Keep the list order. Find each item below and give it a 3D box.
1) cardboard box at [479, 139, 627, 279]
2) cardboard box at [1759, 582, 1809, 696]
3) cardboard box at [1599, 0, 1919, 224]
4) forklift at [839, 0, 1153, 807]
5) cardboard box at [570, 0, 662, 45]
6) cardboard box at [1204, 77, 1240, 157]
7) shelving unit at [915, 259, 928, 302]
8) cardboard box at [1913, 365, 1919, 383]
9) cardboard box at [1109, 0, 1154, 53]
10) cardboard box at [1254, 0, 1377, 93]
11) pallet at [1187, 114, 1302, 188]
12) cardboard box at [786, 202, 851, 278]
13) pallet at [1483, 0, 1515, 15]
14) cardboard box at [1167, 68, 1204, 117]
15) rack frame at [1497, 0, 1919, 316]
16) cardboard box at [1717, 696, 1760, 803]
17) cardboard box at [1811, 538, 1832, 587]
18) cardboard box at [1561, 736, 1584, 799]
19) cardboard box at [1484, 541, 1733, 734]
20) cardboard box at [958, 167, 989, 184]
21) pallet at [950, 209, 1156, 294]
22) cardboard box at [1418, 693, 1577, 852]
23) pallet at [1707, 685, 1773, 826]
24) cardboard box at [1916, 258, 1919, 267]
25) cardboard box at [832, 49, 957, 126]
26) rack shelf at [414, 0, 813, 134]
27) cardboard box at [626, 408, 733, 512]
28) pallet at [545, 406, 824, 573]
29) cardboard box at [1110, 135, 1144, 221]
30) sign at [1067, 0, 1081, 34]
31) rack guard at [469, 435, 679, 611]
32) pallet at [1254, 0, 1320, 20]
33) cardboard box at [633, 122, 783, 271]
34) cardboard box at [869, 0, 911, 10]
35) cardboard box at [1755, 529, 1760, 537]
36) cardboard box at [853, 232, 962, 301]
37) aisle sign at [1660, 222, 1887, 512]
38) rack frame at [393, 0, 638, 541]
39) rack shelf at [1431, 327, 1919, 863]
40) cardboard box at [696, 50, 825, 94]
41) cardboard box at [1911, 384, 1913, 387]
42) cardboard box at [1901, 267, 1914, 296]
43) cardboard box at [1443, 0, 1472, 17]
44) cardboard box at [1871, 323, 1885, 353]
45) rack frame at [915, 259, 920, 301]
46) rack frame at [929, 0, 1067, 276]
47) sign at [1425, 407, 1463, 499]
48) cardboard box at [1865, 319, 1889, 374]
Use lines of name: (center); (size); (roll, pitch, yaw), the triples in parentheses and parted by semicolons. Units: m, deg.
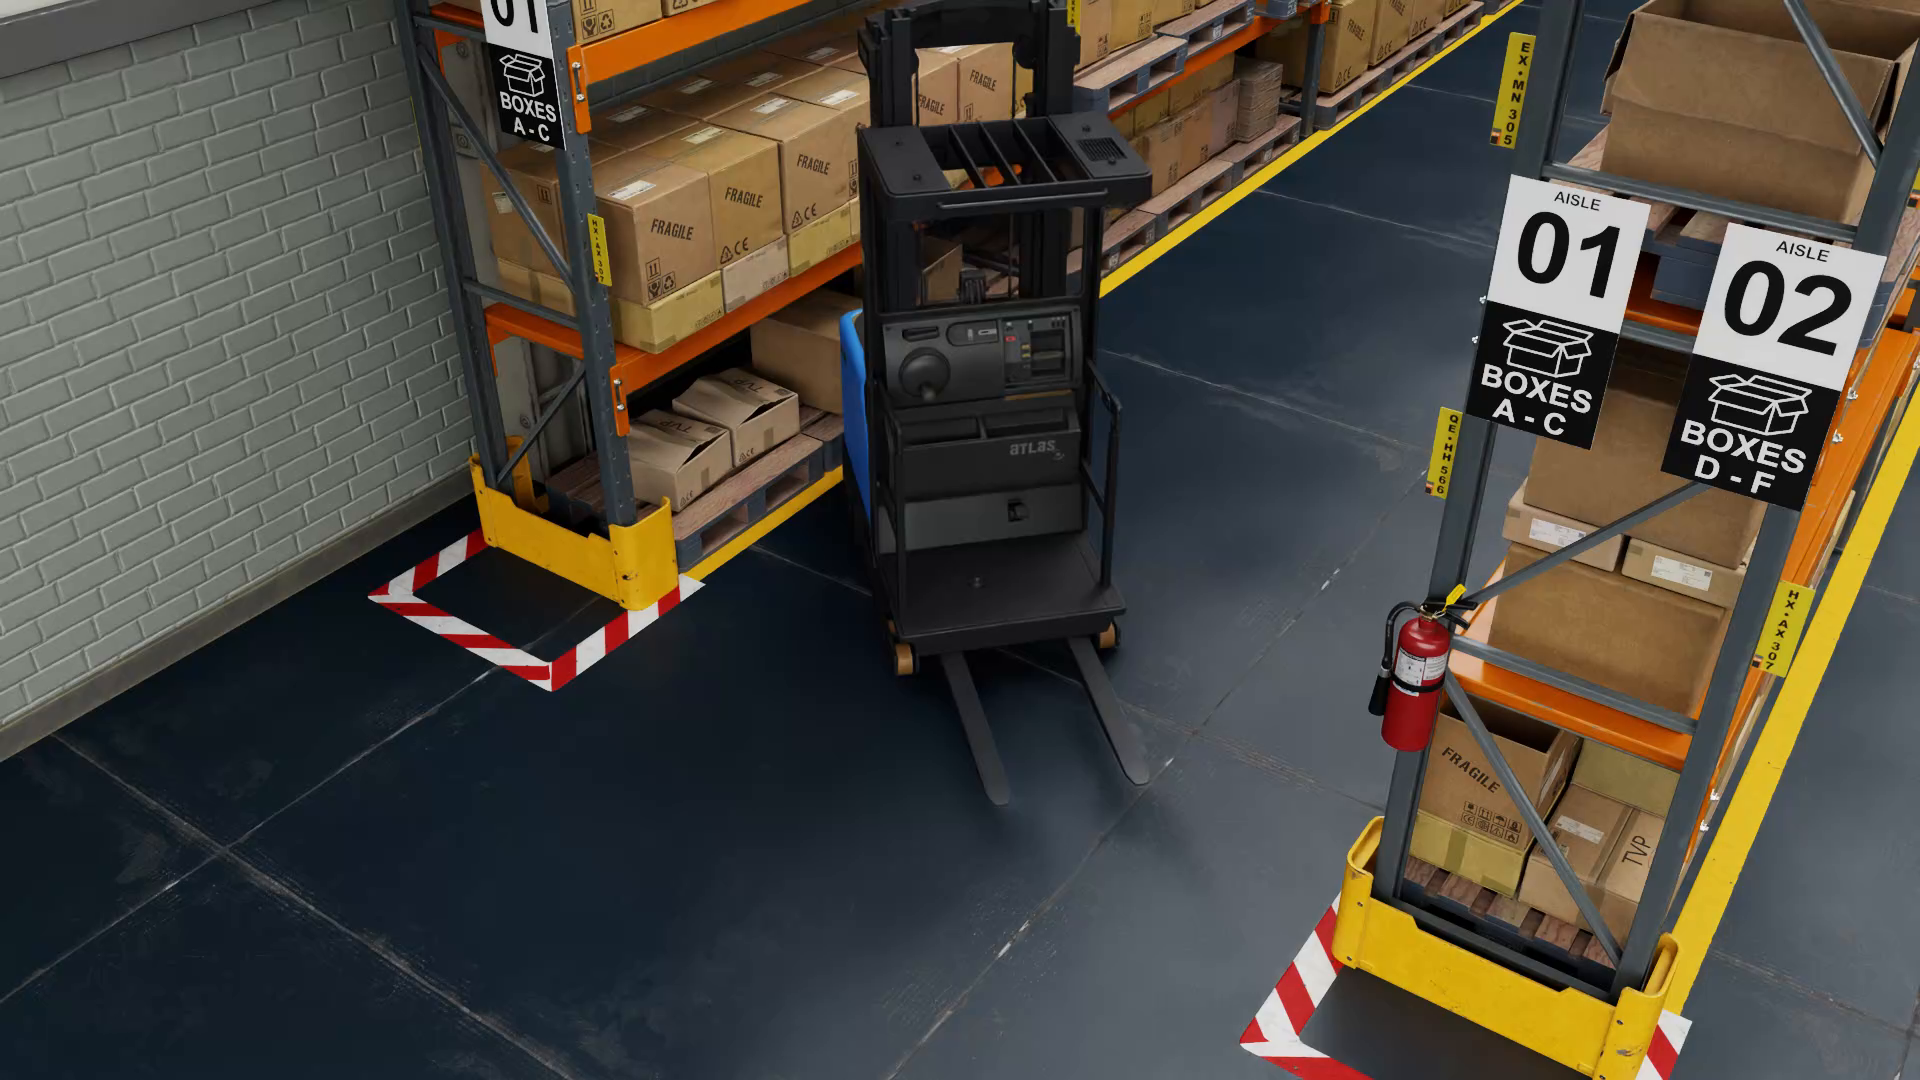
cardboard box: (-1.953, -1.642, 8.122); (0.500, 0.500, 0.500); (21, 39, 28)
cardboard box: (3.371, 0.269, 7.260); (0.500, 0.500, 0.500); (21, 39, 28)
cardboard box: (2.356, -1.300, 4.901); (0.797, 0.503, 0.637); (24, 41, 31)
forklift: (0.156, -0.794, 7.483); (1.130, 2.935, 3.031); (-7, 35, -10)
cardboard box: (-1.651, -2.467, 7.111); (0.500, 0.500, 0.500); (22, 40, 29)
cardboard box: (1.758, -3.381, 13.086); (0.700, 0.500, 0.500); (21, 39, 28)
shelving unit: (-0.314, -0.959, 9.273); (0.258, 1.200, 0.189); (-9, 35, -13)
cardboard box: (5.330, -1.206, 9.610); (0.500, 0.311, 0.500); (20, 39, 27)
cardboard box: (0.877, -3.643, 11.153); (0.700, 0.500, 0.500); (26, 42, 33)
cardboard box: (3.042, -4.362, 14.242); (0.750, 0.750, 0.750); (21, 39, 28)
pallet: (2.068, -3.268, 13.569); (1.003, 0.211, 1.213); (21, 39, 28)
cardboard box: (-0.928, -1.646, 8.797); (0.500, 0.250, 0.500); (21, 39, 27)
pallet: (5.293, -5.793, 17.303); (1.003, 0.211, 1.213); (21, 39, 28)
cardboard box: (1.481, -3.411, 12.461); (0.500, 0.250, 0.500); (21, 39, 28)
rack frame: (2.025, -2.005, 3.857); (1.000, 3.000, 0.127); (21, 39, 28)
cardboard box: (3.081, 0.808, 7.132); (0.500, 0.250, 0.500); (21, 39, 28)
cardboard box: (3.927, 0.115, 8.158); (0.500, 0.250, 0.500); (21, 39, 28)
cardboard box: (2.363, 0.870, 7.041); (0.500, 0.250, 0.500); (21, 39, 28)
cardboard box: (2.301, 0.228, 5.821); (0.700, 0.500, 0.500); (21, 39, 28)
cardboard box: (-0.078, -2.346, 9.833); (0.500, 0.250, 0.500); (21, 40, 28)
pallet: (0.677, -2.145, 11.909); (1.003, 0.211, 1.213); (21, 39, 28)
cardboard box: (2.086, 0.793, 6.486); (0.500, 0.500, 0.500); (21, 39, 28)
pallet: (3.123, 0.711, 7.686); (1.003, 0.211, 1.213); (21, 39, 28)
cardboard box: (4.979, -1.599, 8.837); (0.380, 0.149, 0.250); (21, 39, 28)
cardboard box: (-0.358, -2.422, 9.276); (0.500, 0.500, 0.500); (20, 39, 27)
rack shelf: (-0.907, -2.965, 8.597); (1.077, 0.370, 4.000); (21, 39, 28)
cardboard box: (-1.578, -0.458, 8.933); (0.500, 0.311, 0.500); (17, 37, 23)
pallet: (-1.511, -0.343, 9.244); (1.003, 0.211, 1.213); (21, 39, 28)
cardboard box: (0.893, -2.686, 12.058); (0.700, 0.500, 0.500); (20, 39, 27)
sign: (0.684, -3.130, 10.103); (0.100, 0.325, 0.005); (21, 39, 28)
rack guard: (-2.004, -0.100, 8.627); (1.175, 0.500, 0.348); (21, 39, 28)
pallet: (2.196, -4.340, 12.838); (1.213, 0.211, 1.003); (21, 39, 28)
cardboard box: (-1.238, -1.705, 8.216); (0.500, 0.500, 0.500); (21, 40, 28)
cardboard box: (-0.206, -3.048, 10.202); (0.500, 0.500, 0.500); (20, 39, 27)
cardboard box: (2.574, -0.064, 5.674); (0.380, 0.149, 0.250); (20, 39, 27)
cardboard box: (-0.325, -1.597, 10.449); (0.500, 0.500, 0.500); (18, 38, 25)
aisle sign: (2.239, -0.469, 4.620); (0.394, 0.787, 0.004); (21, 39, 28)
rack frame: (-2.047, -1.100, 7.875); (1.000, 3.000, 0.127); (21, 39, 28)
rack shelf: (3.165, -0.142, 7.100); (1.077, 0.370, 4.000); (21, 39, 28)
cardboard box: (-1.079, -2.341, 9.157); (0.500, 0.500, 0.500); (22, 40, 29)
cardboard box: (5.325, -0.976, 9.771); (0.500, 0.250, 0.500); (20, 39, 27)
cardboard box: (4.037, -1.243, 7.417); (0.380, 0.149, 0.250); (20, 39, 27)
cardboard box: (4.531, -5.566, 16.022); (0.750, 0.750, 0.750); (22, 40, 29)
cardboard box: (3.601, -0.893, 6.901); (0.380, 0.149, 0.250); (22, 40, 29)
rack frame: (-0.339, -1.009, 9.346); (0.240, 1.200, 0.006); (-9, 35, -13)
rack frame: (0.234, -2.941, 10.597); (1.000, 3.000, 0.127); (21, 39, 28)
sign: (1.587, -0.277, 5.413); (0.100, 0.325, 0.005); (21, 39, 28)
cardboard box: (4.058, -1.196, 7.927); (0.700, 0.500, 0.500); (20, 39, 27)
